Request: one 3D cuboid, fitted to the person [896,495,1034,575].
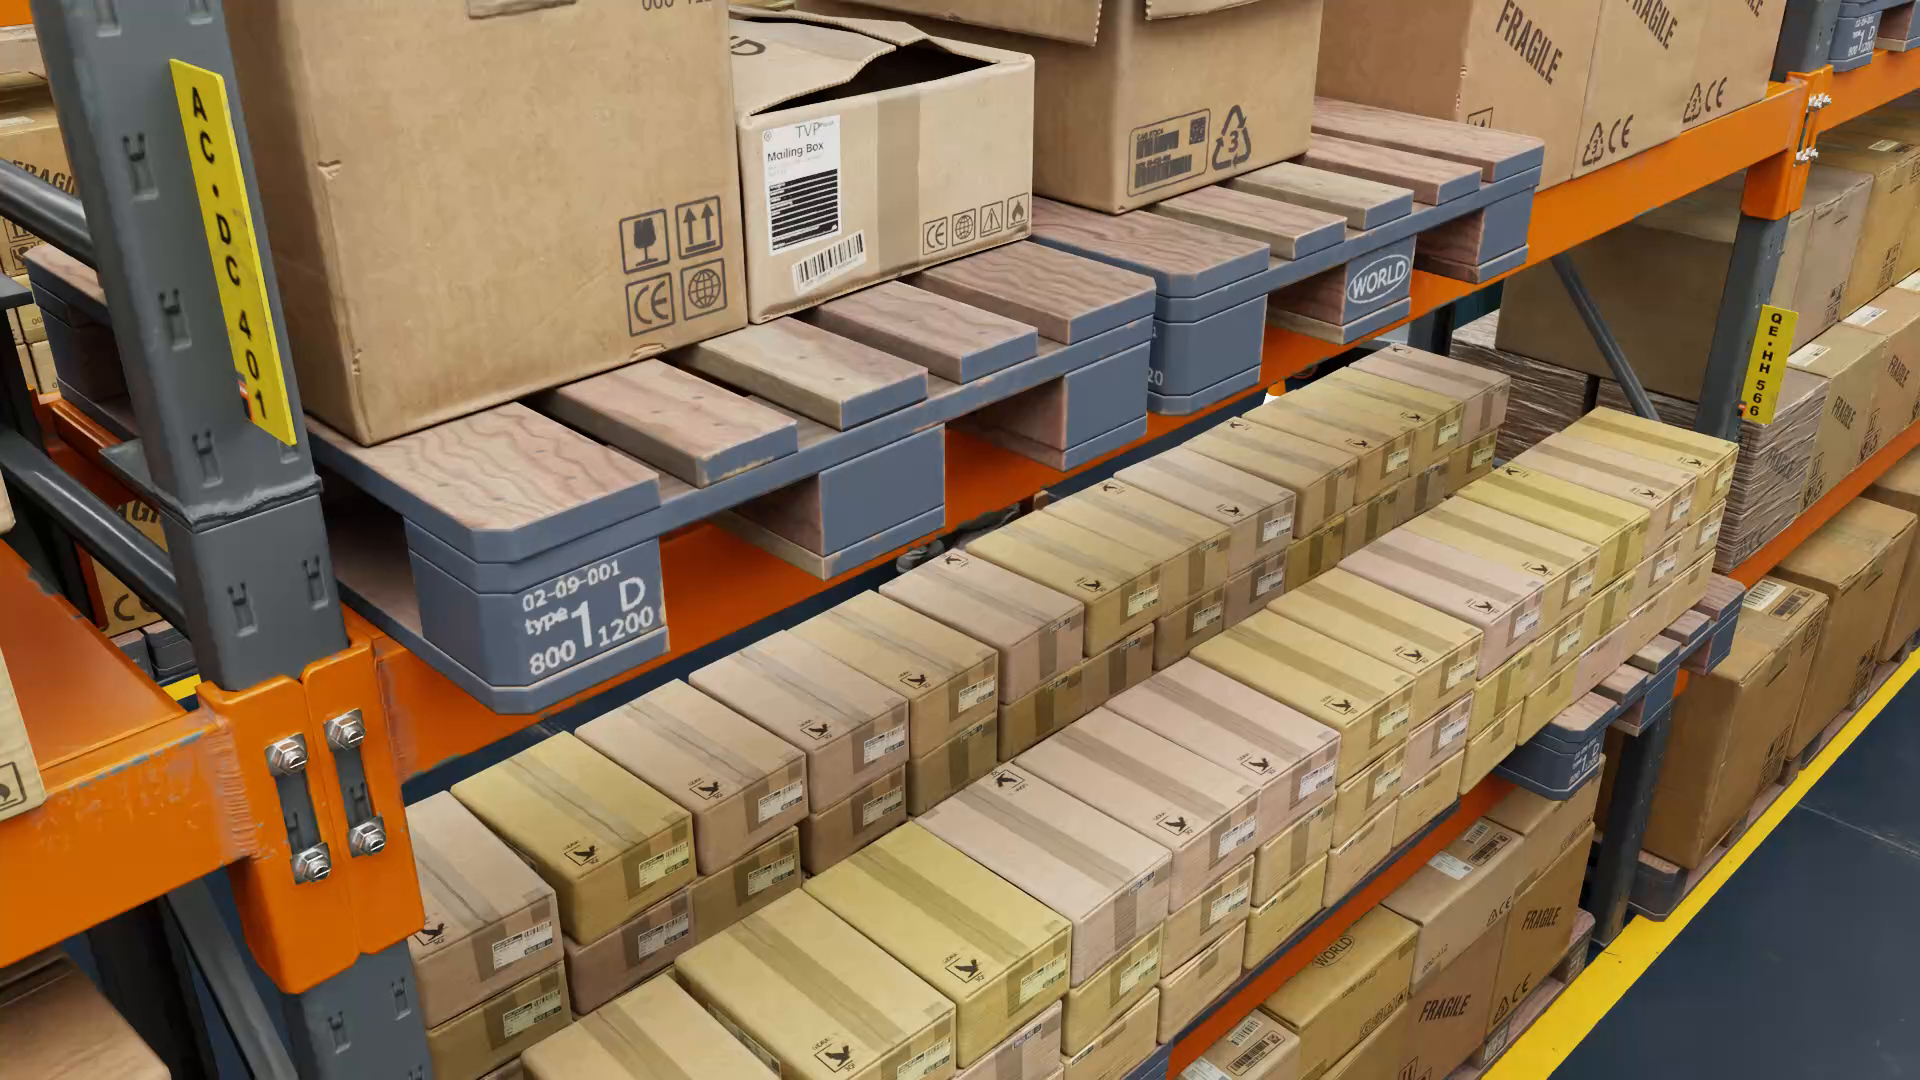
[{"bbox_3d":[-0.014,-0.290,7.635,0.576,0.885,0.907,25,36,39],"label":"person"}]
